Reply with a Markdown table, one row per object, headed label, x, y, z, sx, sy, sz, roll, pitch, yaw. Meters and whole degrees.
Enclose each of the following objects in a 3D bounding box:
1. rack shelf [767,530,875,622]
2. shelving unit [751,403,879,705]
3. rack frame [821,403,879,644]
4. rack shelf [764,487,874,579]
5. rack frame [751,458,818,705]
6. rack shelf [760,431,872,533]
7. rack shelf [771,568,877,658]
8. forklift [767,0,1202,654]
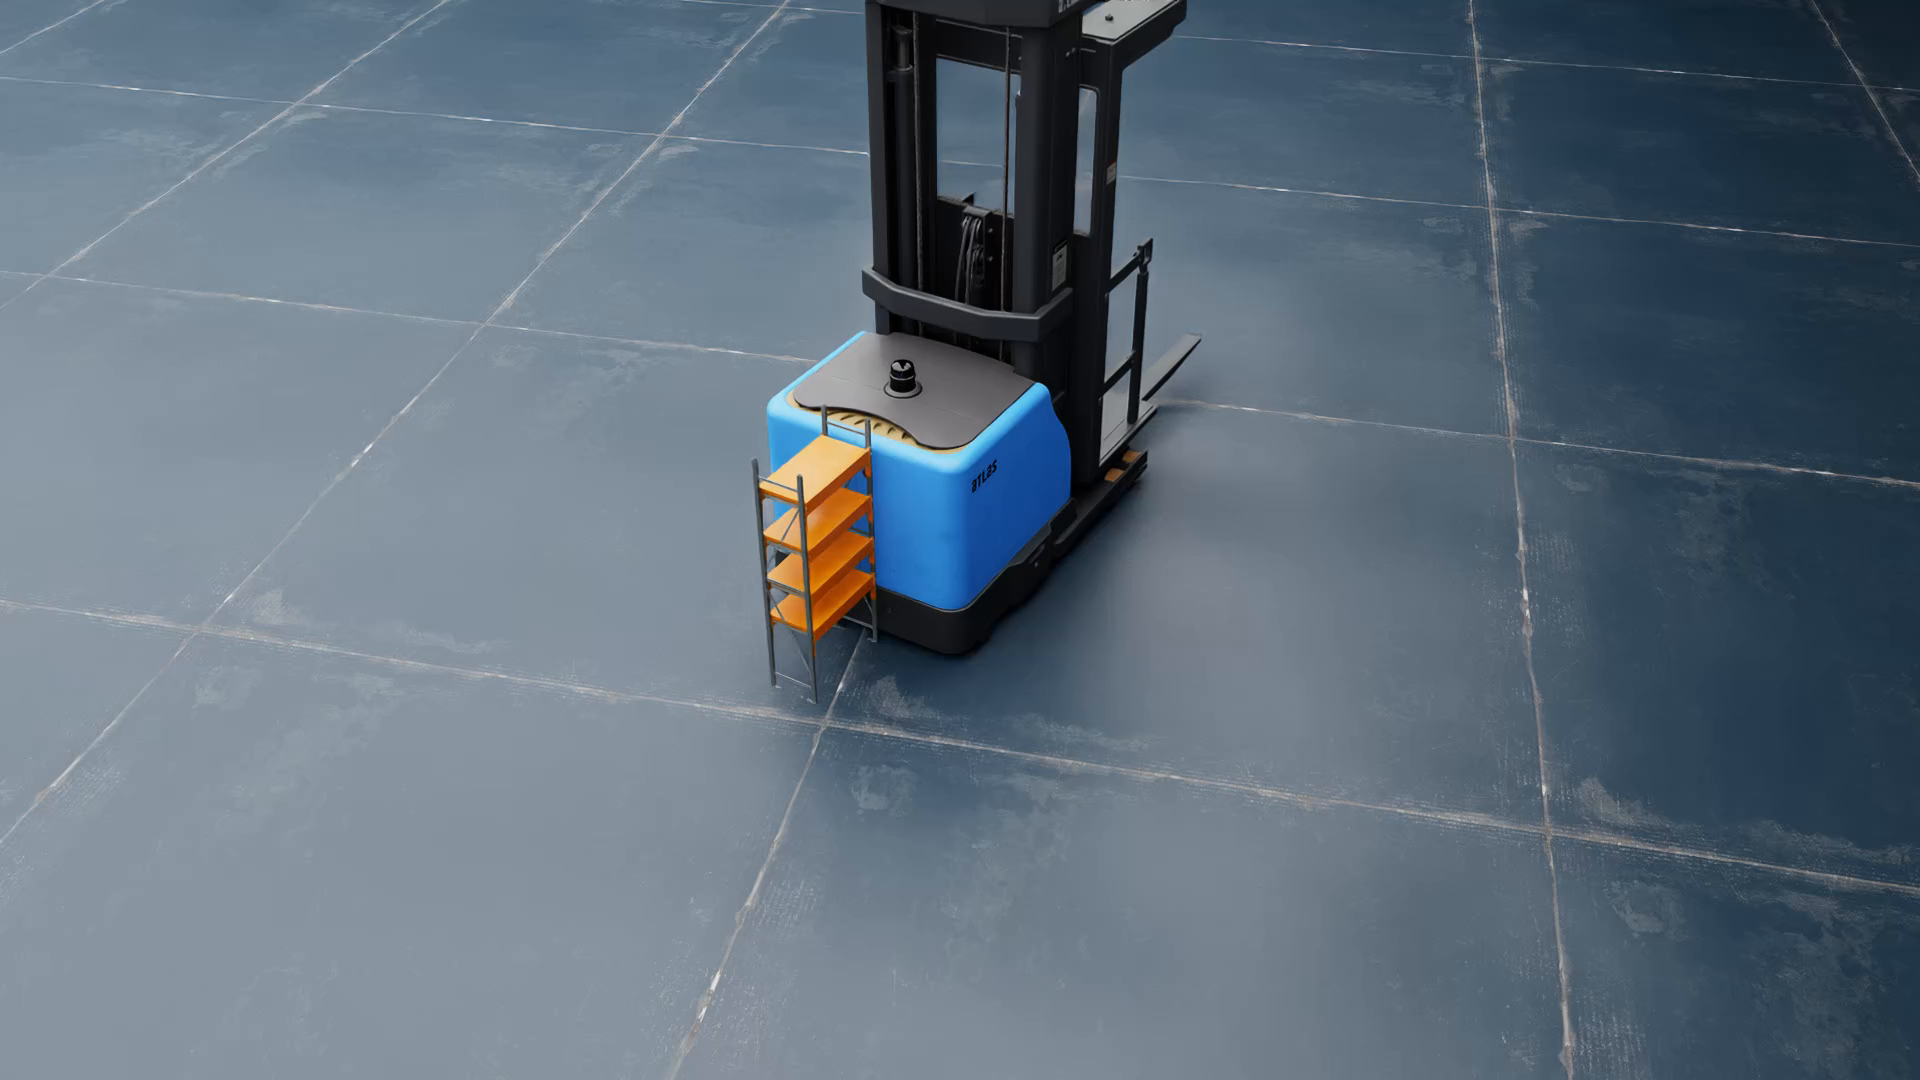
| label | x | y | z | sx | sy | sz | roll | pitch | yaw |
| --- | --- | --- | --- | --- | --- | --- | --- | --- | --- |
| rack shelf | -0.604 | 0.127 | 7.167 | 0.258 | 0.148 | 0.480 | 19 | 40 | 24 |
| shelving unit | -0.604 | 0.073 | 7.127 | 0.258 | 1.200 | 0.503 | 19 | 40 | 24 |
| rack frame | -0.479 | -0.050 | 7.297 | 0.240 | 1.200 | 0.015 | 19 | 40 | 24 |
| rack shelf | -0.604 | -0.054 | 7.035 | 0.258 | 0.148 | 0.480 | 19 | 40 | 24 |
| rack frame | -0.728 | 0.196 | 6.957 | 0.240 | 1.200 | 0.015 | 19 | 40 | 24 |
| rack shelf | -0.604 | -0.245 | 6.896 | 0.258 | 0.148 | 0.480 | 19 | 40 | 24 |
| rack shelf | -0.604 | 0.288 | 7.283 | 0.258 | 0.148 | 0.480 | 19 | 40 | 24 |
| forklift | 0.320 | -1.517 | 7.845 | 1.130 | 2.935 | 3.031 | 19 | 40 | 24 |
